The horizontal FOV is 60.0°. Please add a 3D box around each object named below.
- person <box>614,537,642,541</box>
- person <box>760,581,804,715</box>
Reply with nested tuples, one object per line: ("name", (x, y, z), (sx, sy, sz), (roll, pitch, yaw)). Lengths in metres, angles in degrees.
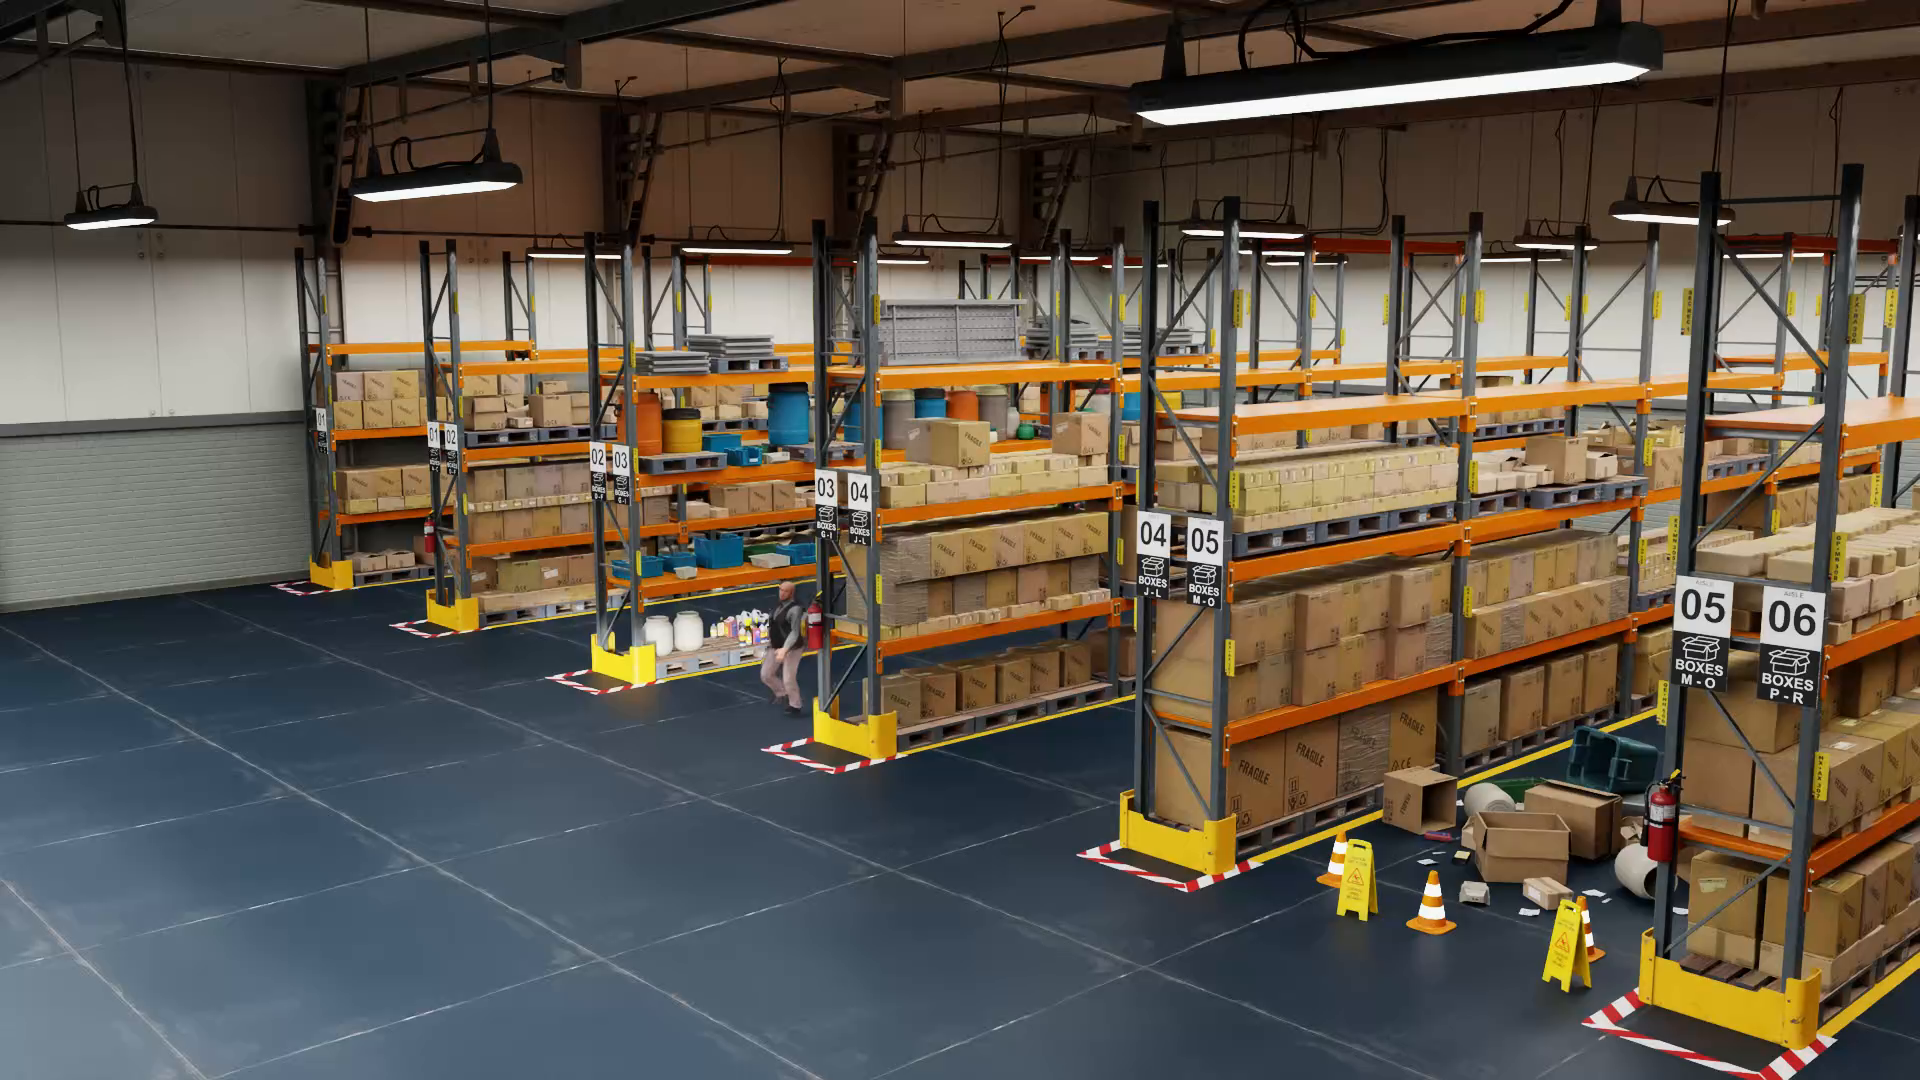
("person", (-6.029, -0.106, 30.403), (0.606, 1.753, 0.855), (6, 10, 35))
("person", (-2.165, 1.332, 20.391), (0.671, 1.684, 0.596), (8, 12, 43))
